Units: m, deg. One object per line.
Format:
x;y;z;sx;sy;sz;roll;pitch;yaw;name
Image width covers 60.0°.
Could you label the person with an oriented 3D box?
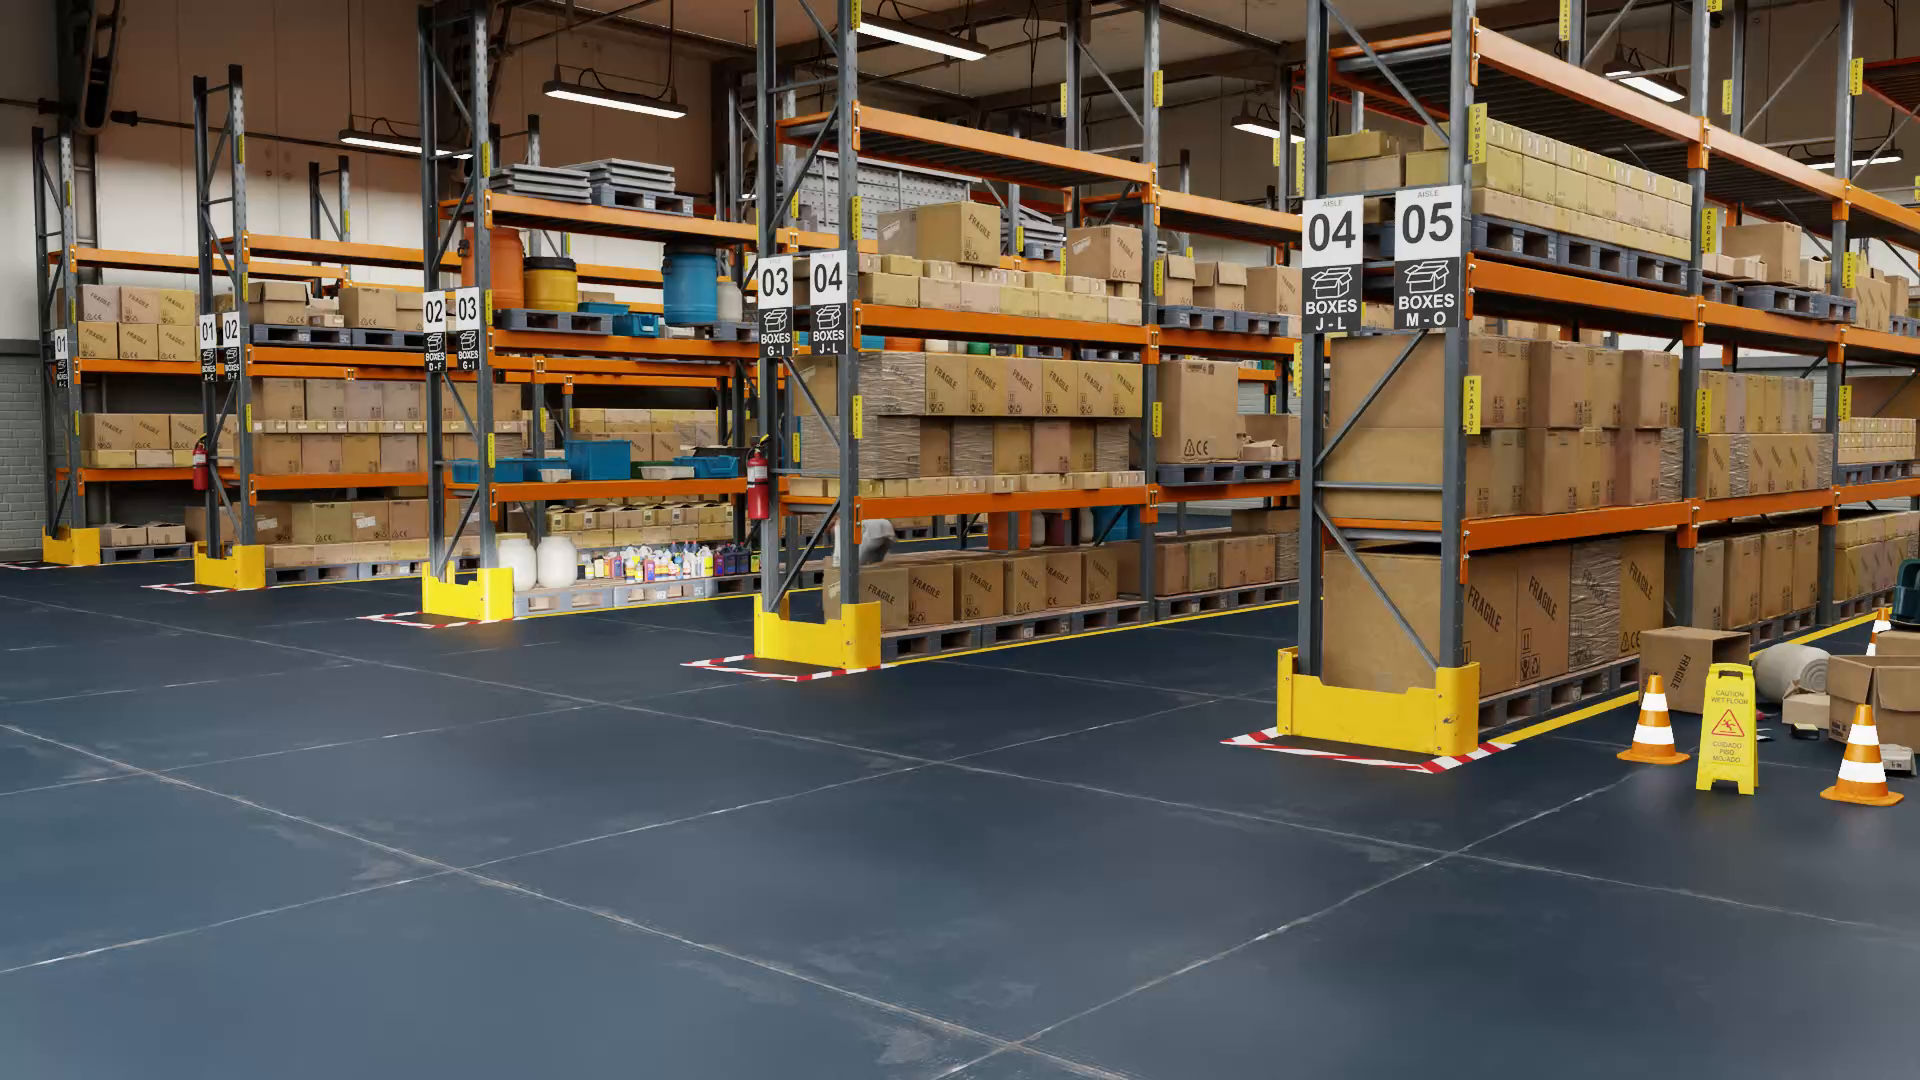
5.599;-2.718;23.502;24.547;6.003;19.570;3;5;39;person
